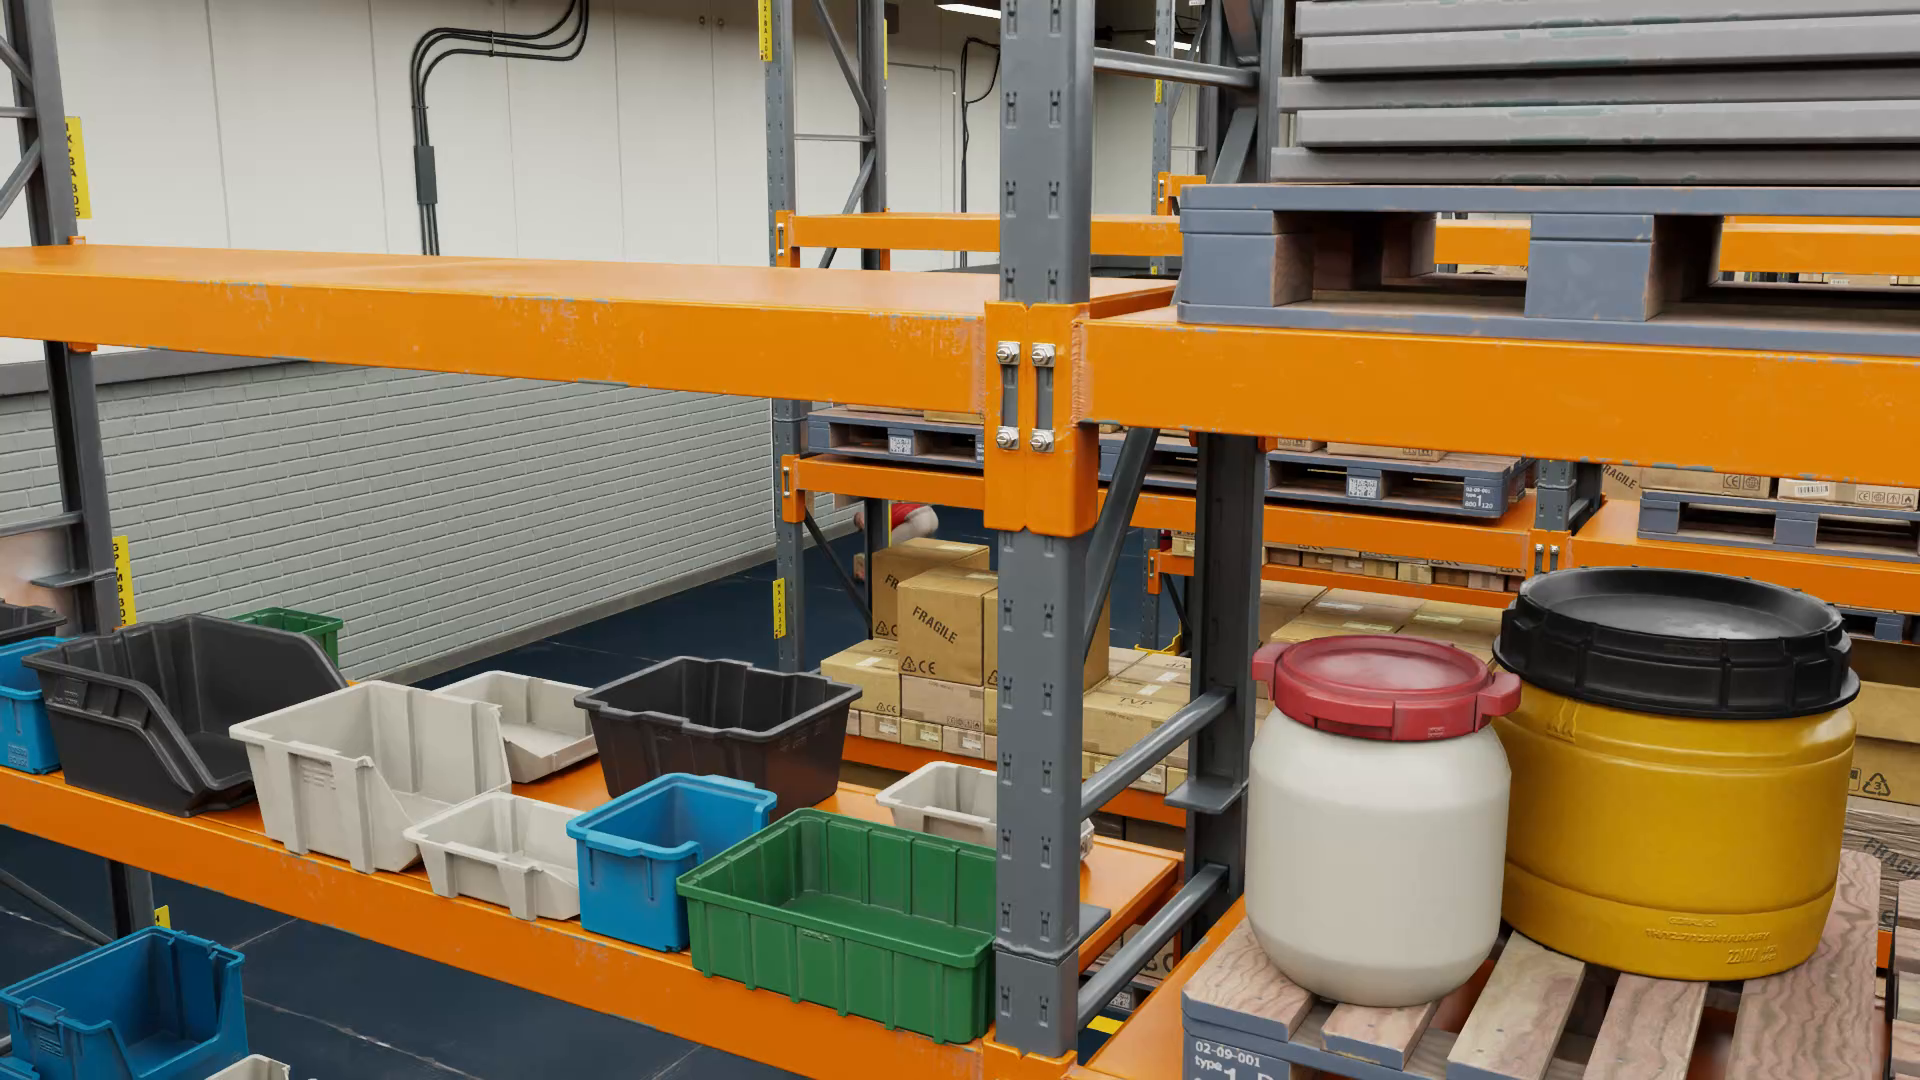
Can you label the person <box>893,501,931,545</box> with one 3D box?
[{"bbox_3d":[-0.534,-0.363,17.642,0.392,1.725,0.589,6,14,26],"label":"person"}]
